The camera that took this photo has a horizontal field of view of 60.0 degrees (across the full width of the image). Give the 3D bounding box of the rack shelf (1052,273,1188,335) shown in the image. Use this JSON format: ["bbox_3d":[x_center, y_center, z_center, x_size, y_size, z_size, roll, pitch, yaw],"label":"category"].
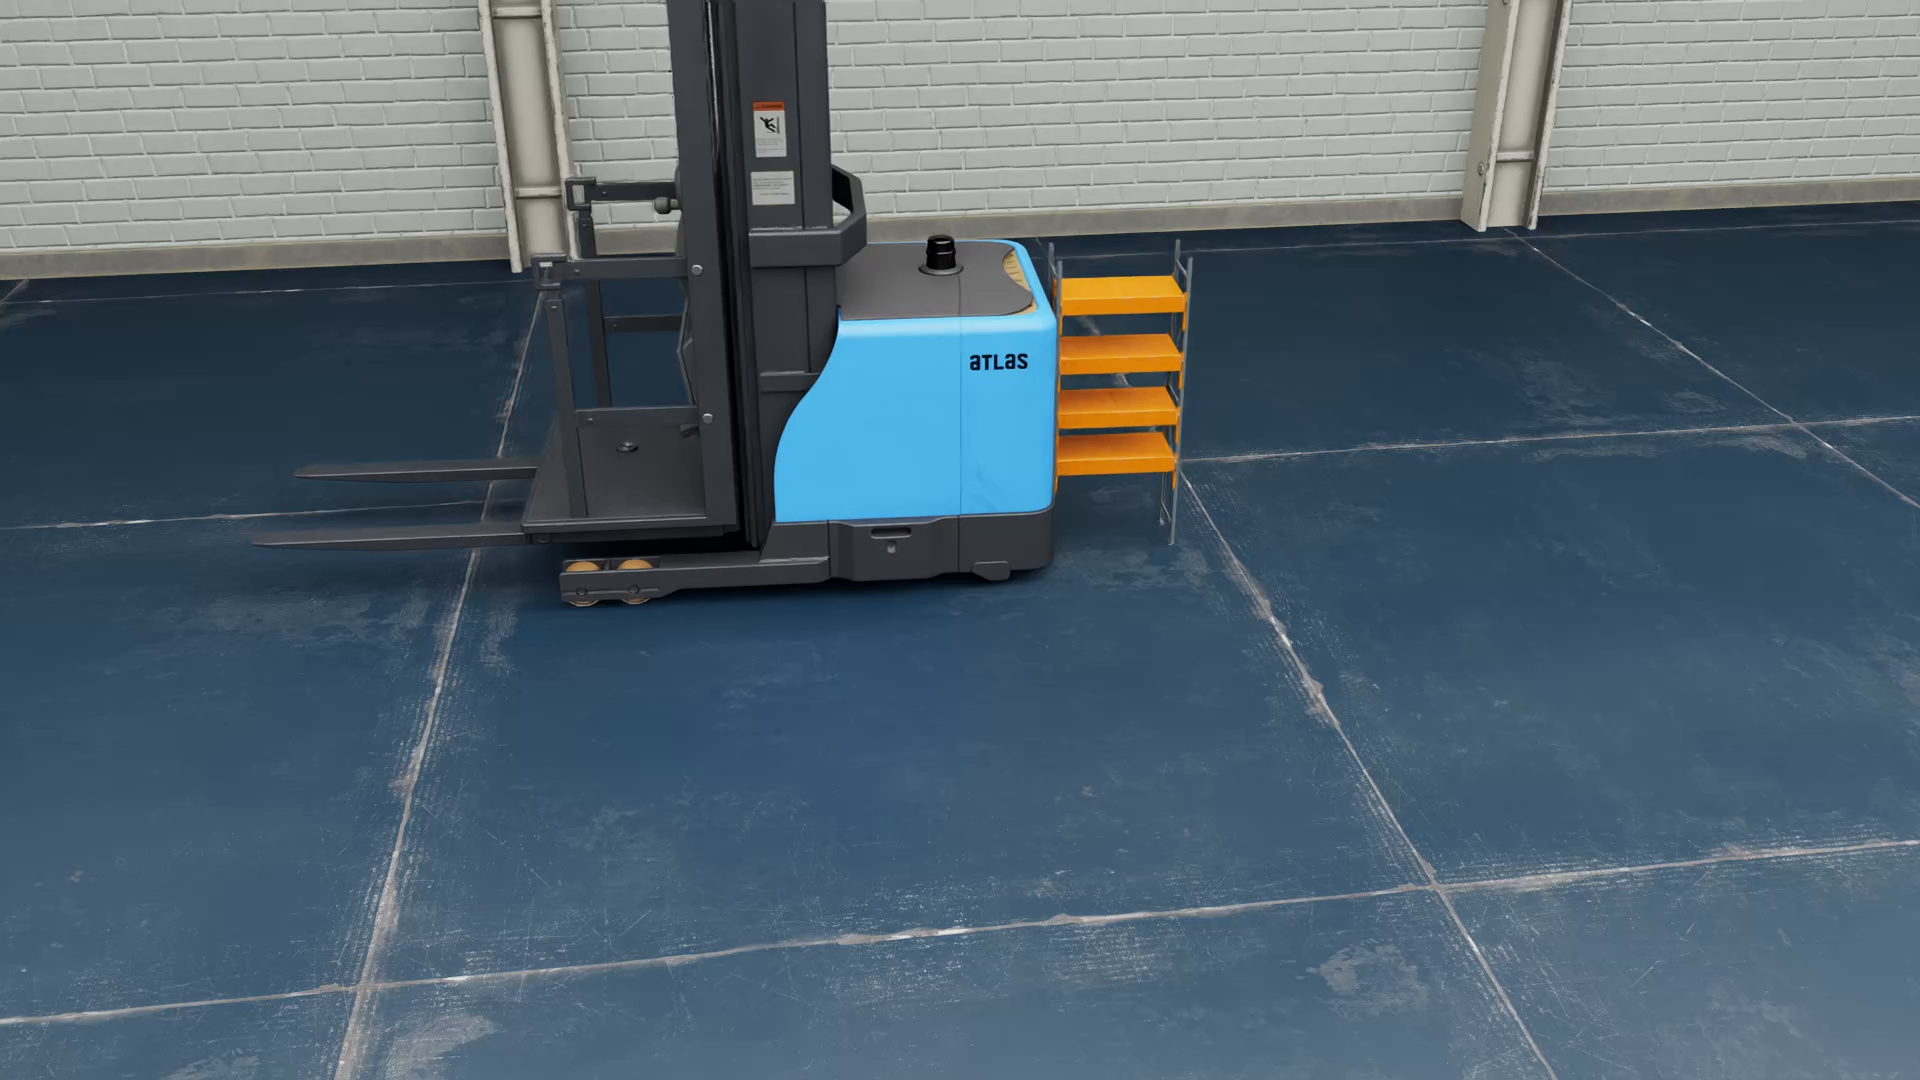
[{"bbox_3d":[0.600,-0.902,6.332,0.480,0.148,0.258,-2,27,-5],"label":"rack shelf"}]

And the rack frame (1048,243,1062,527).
[{"bbox_3d":[0.357,-0.542,6.492,0.015,1.200,0.240,-2,27,-5],"label":"rack frame"}]

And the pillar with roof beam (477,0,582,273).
[{"bbox_3d":[-1.875,-3.720,4.144,0.400,9.000,9.100,-4,27,-7],"label":"pillar with roof beam"}]

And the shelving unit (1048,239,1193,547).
[{"bbox_3d":[0.600,-0.552,6.512,0.503,1.200,0.258,-2,27,-5],"label":"shelving unit"}]

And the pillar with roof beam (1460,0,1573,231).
[{"bbox_3d":[4.067,-4.102,4.887,0.400,9.000,9.100,-4,27,-7],"label":"pillar with roof beam"}]

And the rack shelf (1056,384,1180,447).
[{"bbox_3d":[0.600,-0.492,6.542,0.480,0.148,0.258,-2,27,-5],"label":"rack shelf"}]

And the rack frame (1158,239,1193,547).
[{"bbox_3d":[0.843,-0.562,6.532,0.015,1.200,0.240,-2,27,-5],"label":"rack frame"}]

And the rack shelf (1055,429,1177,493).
[{"bbox_3d":[0.600,-0.316,6.633,0.480,0.148,0.258,-2,27,-5],"label":"rack shelf"}]

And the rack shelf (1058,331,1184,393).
[{"bbox_3d":[0.600,-0.691,6.440,0.480,0.148,0.258,-2,27,-5],"label":"rack shelf"}]

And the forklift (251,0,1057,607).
[{"bbox_3d":[-1.184,-1.306,6.085,3.031,2.935,1.130,-2,27,-5],"label":"forklift"}]
